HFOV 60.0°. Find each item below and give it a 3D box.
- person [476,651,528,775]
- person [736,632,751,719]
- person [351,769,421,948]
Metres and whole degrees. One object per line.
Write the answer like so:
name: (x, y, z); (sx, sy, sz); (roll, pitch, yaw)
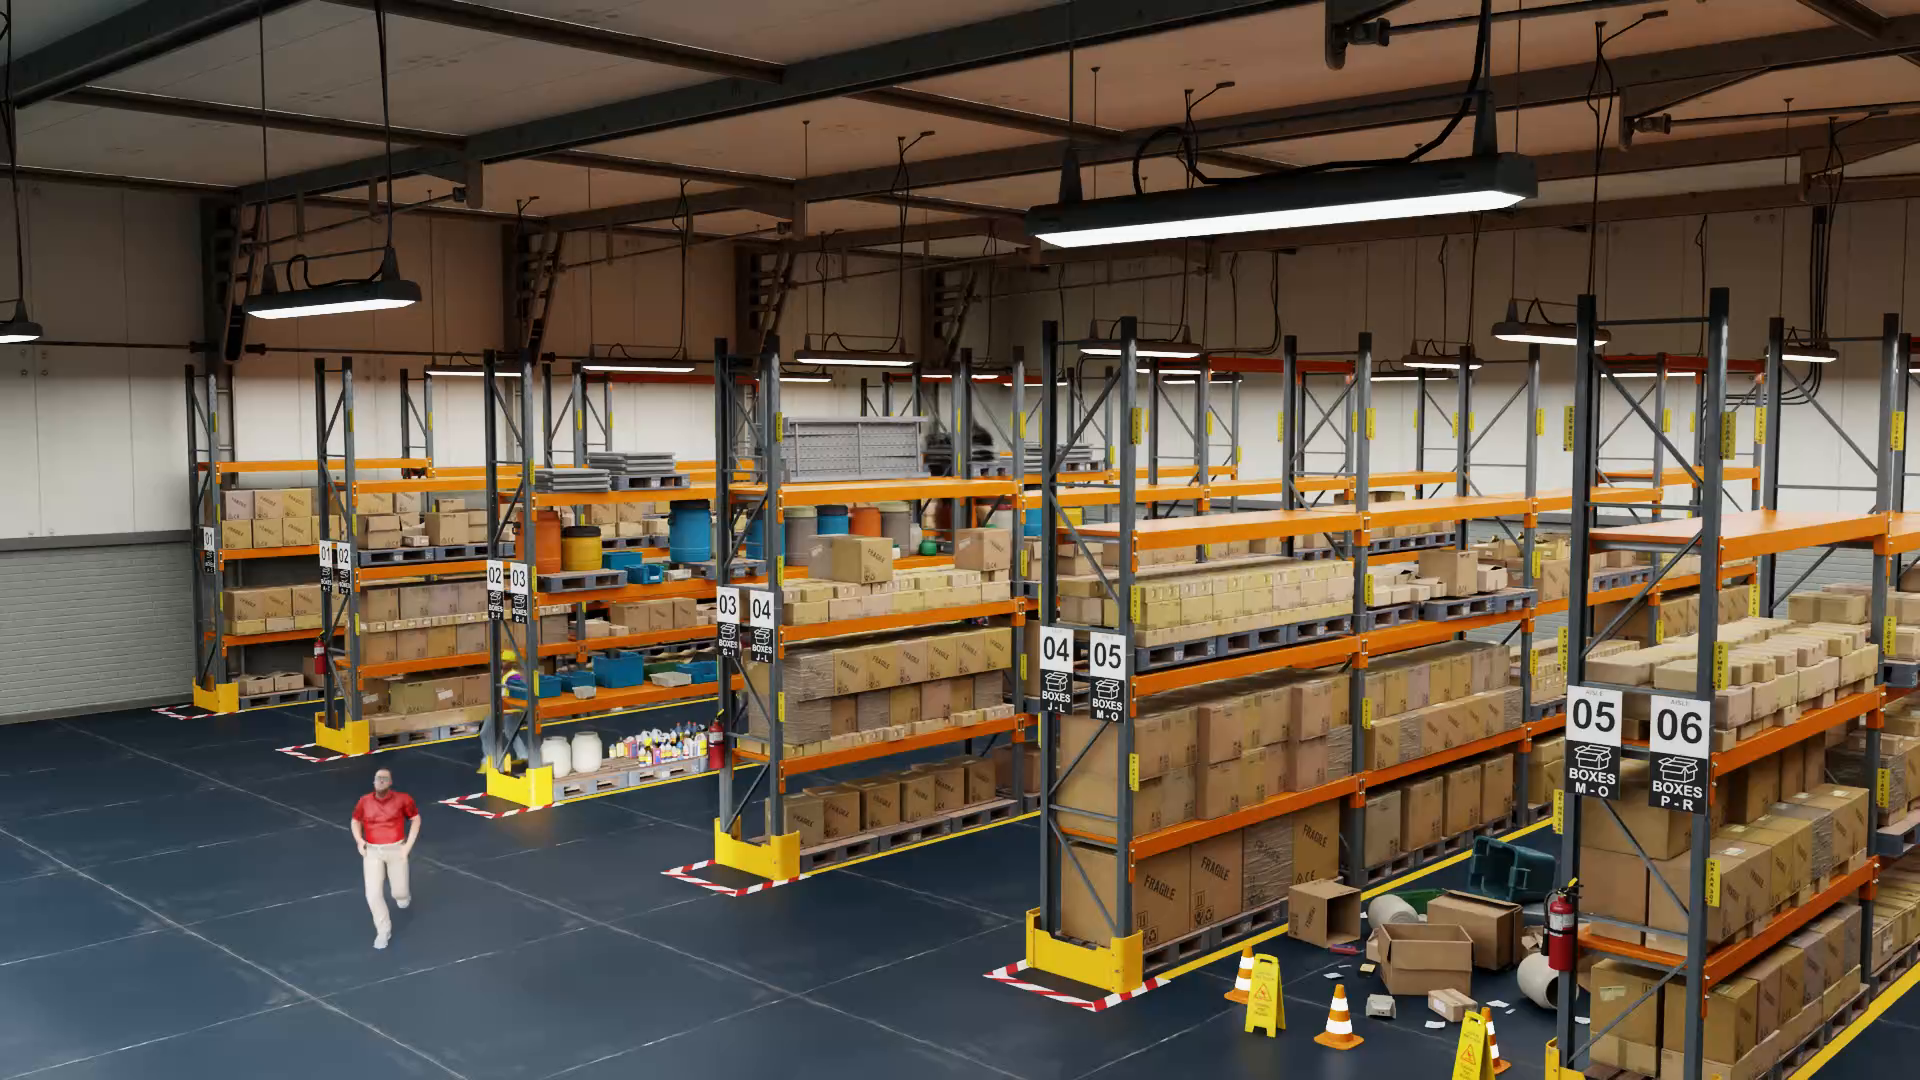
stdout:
person: (-6.492, 2.472, 23.883); (0.698, 1.789, 0.770); (3, 5, 36)
person: (-3.625, 2.201, 28.278); (0.618, 1.660, 0.694); (3, 5, 32)
person: (-5.663, 3.090, 16.398); (0.667, 1.695, 0.793); (-1, 4, -13)
